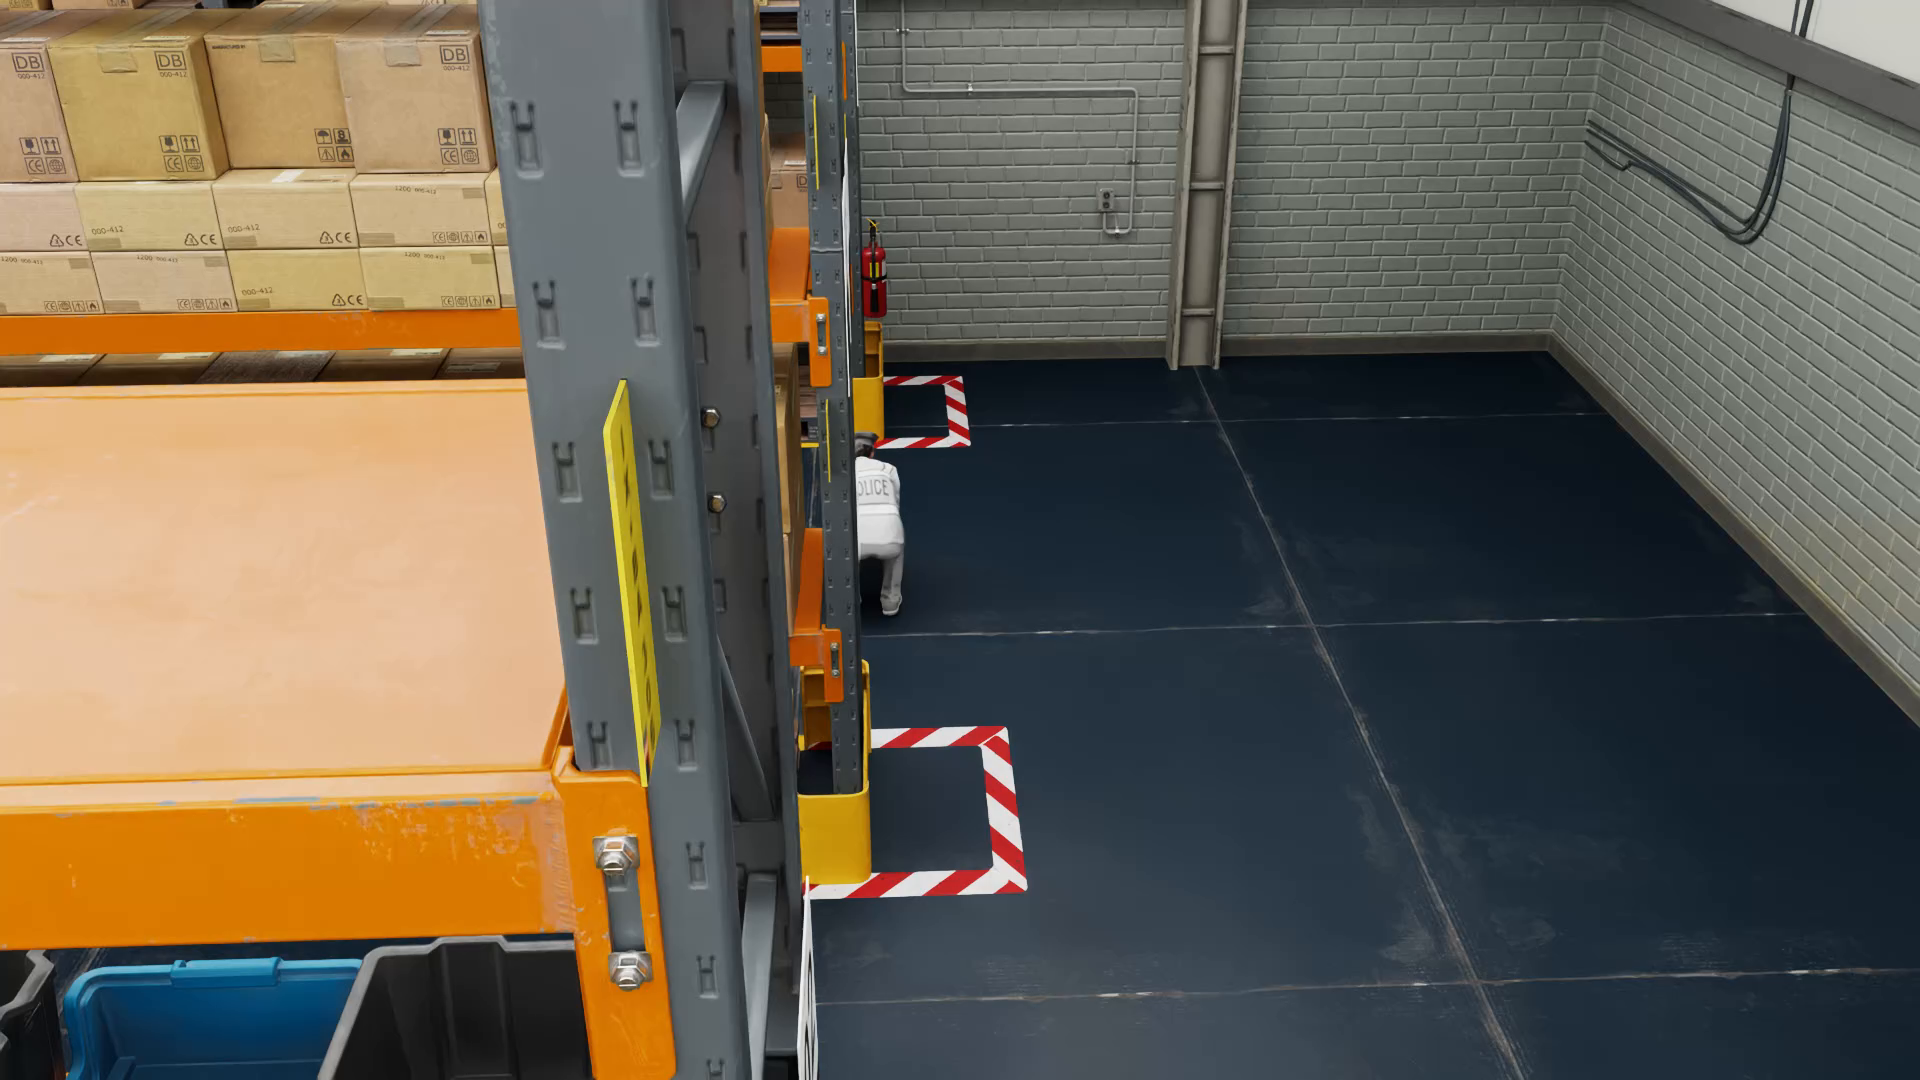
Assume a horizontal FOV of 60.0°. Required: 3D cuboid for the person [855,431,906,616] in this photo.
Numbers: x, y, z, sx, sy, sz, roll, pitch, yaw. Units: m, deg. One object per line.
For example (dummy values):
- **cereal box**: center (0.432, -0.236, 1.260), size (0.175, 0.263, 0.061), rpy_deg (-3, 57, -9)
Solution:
- **person**: center (-0.550, -0.098, 9.895), size (0.458, 0.984, 0.867), rpy_deg (-2, 28, -4)
